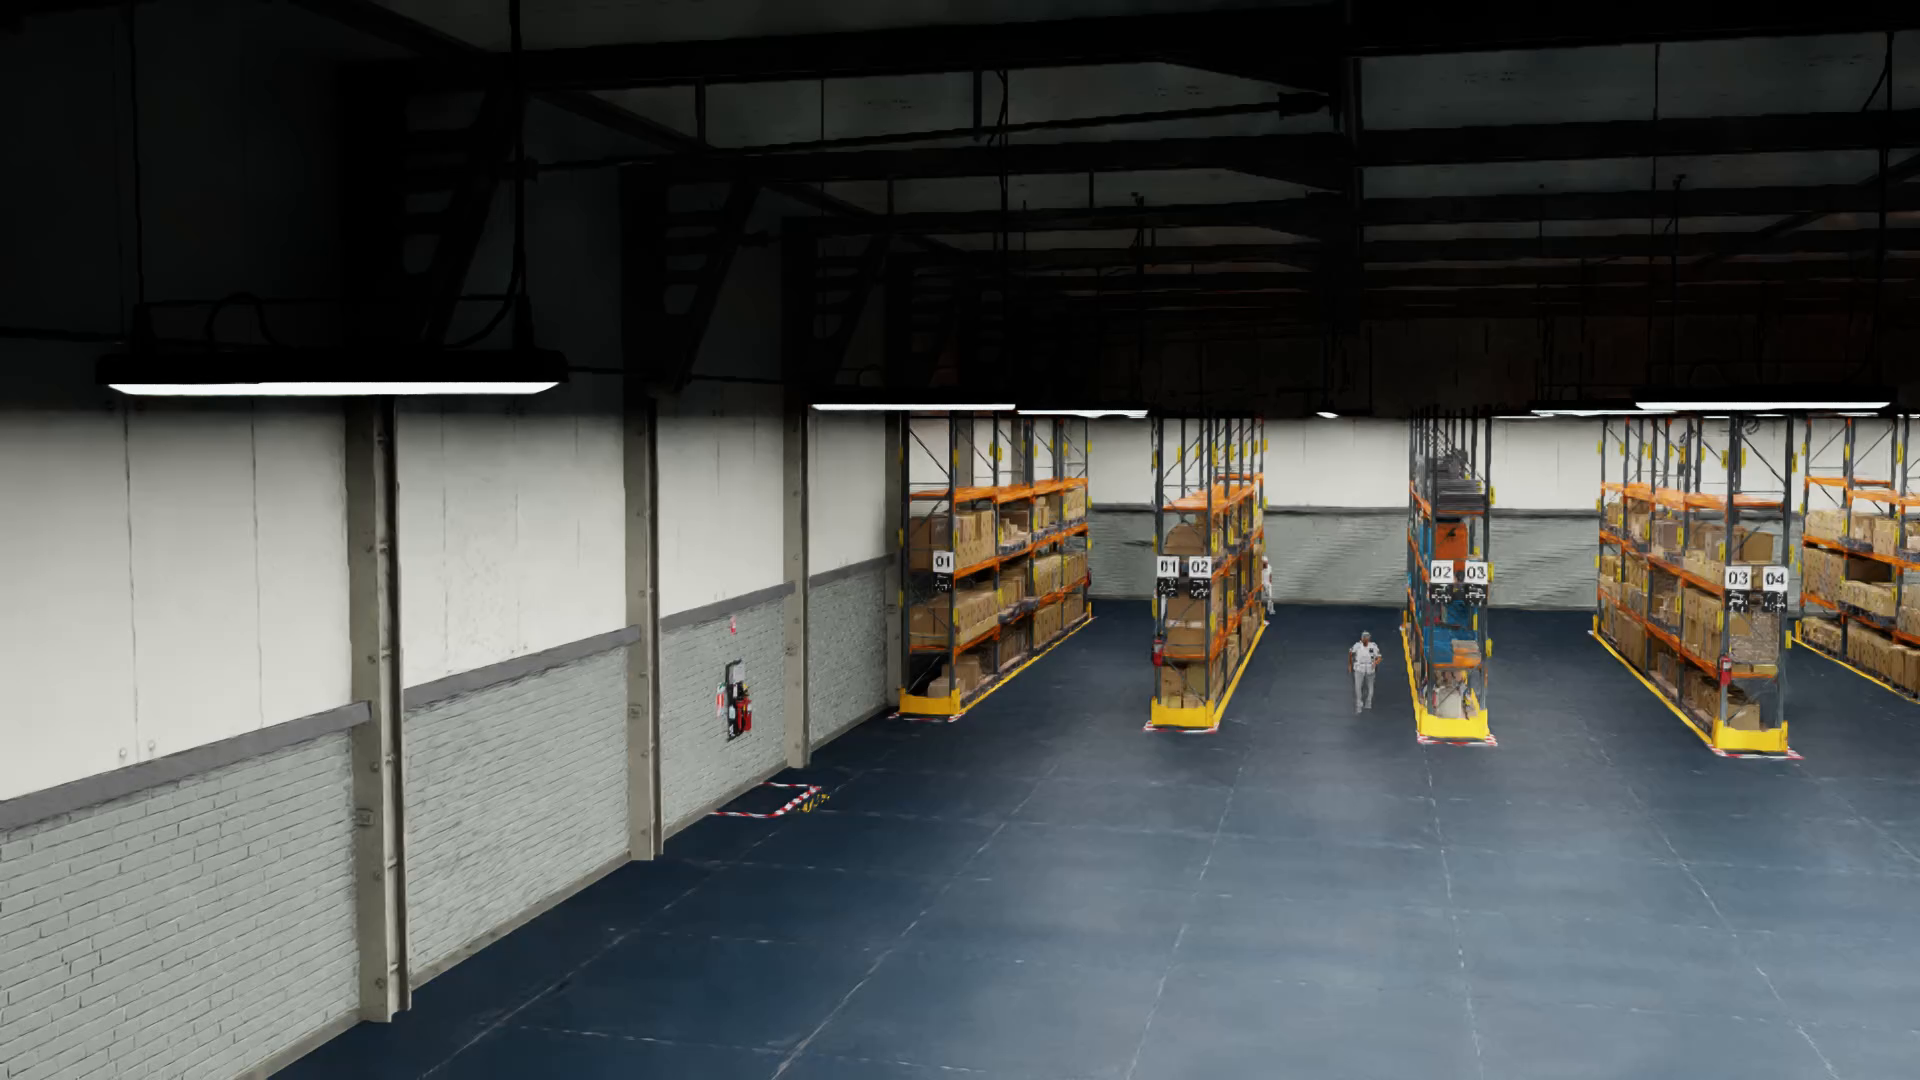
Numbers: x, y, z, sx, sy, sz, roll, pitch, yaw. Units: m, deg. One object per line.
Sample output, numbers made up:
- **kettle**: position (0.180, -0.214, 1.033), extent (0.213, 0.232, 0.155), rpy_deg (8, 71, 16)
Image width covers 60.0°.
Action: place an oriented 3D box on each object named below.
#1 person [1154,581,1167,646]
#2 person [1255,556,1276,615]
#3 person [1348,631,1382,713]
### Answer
- **person**: position (5.139, 1.828, 42.458), extent (0.468, 1.684, 0.610), rpy_deg (-1, 4, -15)
- **person**: position (8.992, 1.332, 49.220), extent (0.610, 1.741, 0.959), rpy_deg (-1, 4, -8)
- **person**: position (8.007, 2.571, 32.865), extent (0.624, 1.594, 0.834), rpy_deg (1, 4, 9)
